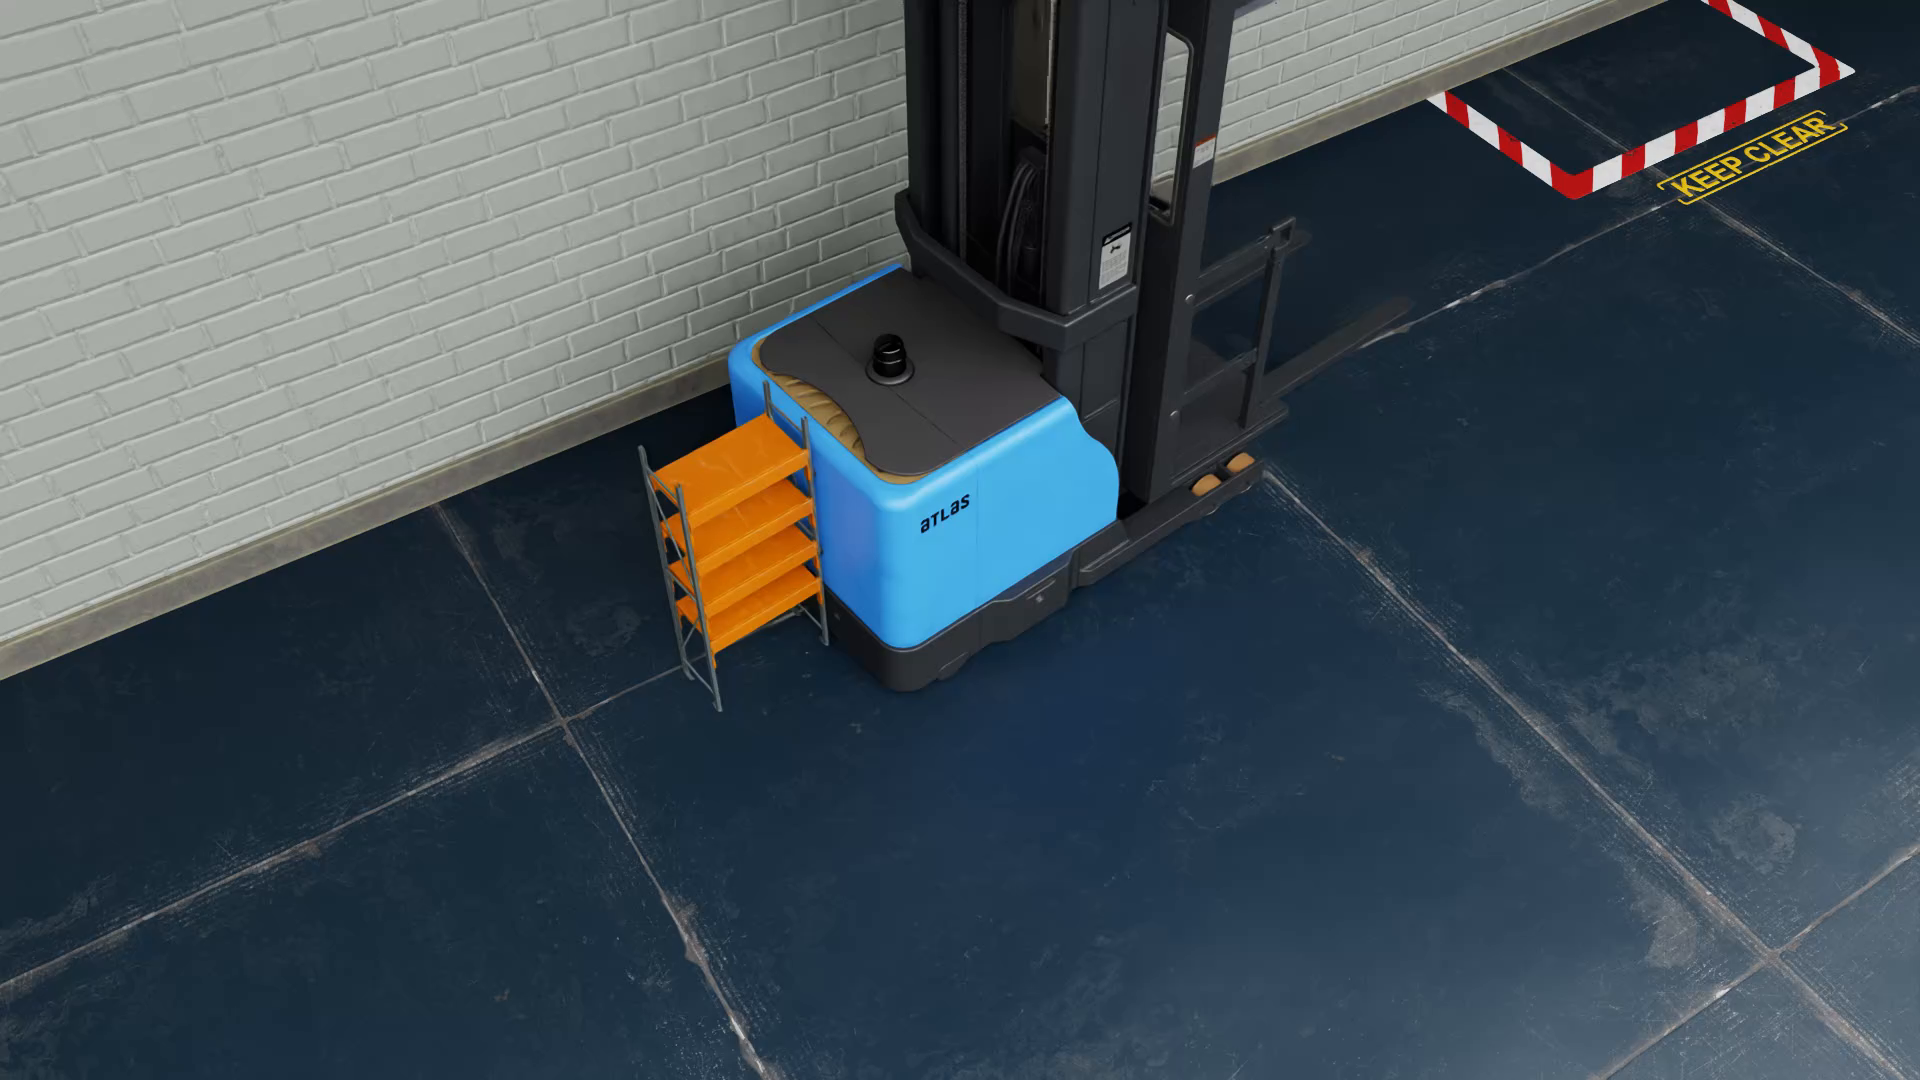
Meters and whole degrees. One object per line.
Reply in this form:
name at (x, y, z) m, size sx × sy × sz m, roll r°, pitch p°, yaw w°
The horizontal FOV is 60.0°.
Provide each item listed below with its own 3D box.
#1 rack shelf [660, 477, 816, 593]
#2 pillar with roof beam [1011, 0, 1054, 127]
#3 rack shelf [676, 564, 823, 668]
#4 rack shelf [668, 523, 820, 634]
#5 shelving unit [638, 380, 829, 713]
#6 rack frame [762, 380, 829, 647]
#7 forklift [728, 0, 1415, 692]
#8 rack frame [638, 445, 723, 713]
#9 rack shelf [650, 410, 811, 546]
rack shelf at (-0.768, -0.054, 5.731) m, size 0.480 × 0.148 × 0.258 m, roll -31°, pitch 55°, yaw -25°
pillar with roof beam at (2.745, -1.549, 2.049) m, size 0.400 × 9.000 × 9.100 m, roll -25°, pitch 53°, yaw -21°
rack shelf at (-0.768, 0.227, 6.046) m, size 0.480 × 0.148 × 0.258 m, roll -31°, pitch 55°, yaw -25°
rack shelf at (-0.768, 0.095, 5.898) m, size 0.480 × 0.148 × 0.258 m, roll -31°, pitch 55°, yaw -25°
shelving unit at (-0.768, 0.050, 5.848) m, size 0.503 × 1.200 × 0.258 m, roll -31°, pitch 55°, yaw -25°
rack frame at (-0.579, -0.065, 5.950) m, size 0.015 × 1.200 × 0.240 m, roll -31°, pitch 55°, yaw -25°
forklift at (0.623, -1.355, 5.939) m, size 3.031 × 2.935 × 1.130 m, roll -31°, pitch 55°, yaw -25°
rack frame at (-0.957, 0.165, 5.745) m, size 0.015 × 1.200 × 0.240 m, roll -31°, pitch 55°, yaw -25°
rack shelf at (-0.768, -0.212, 5.554) m, size 0.480 × 0.148 × 0.258 m, roll -31°, pitch 55°, yaw -25°
